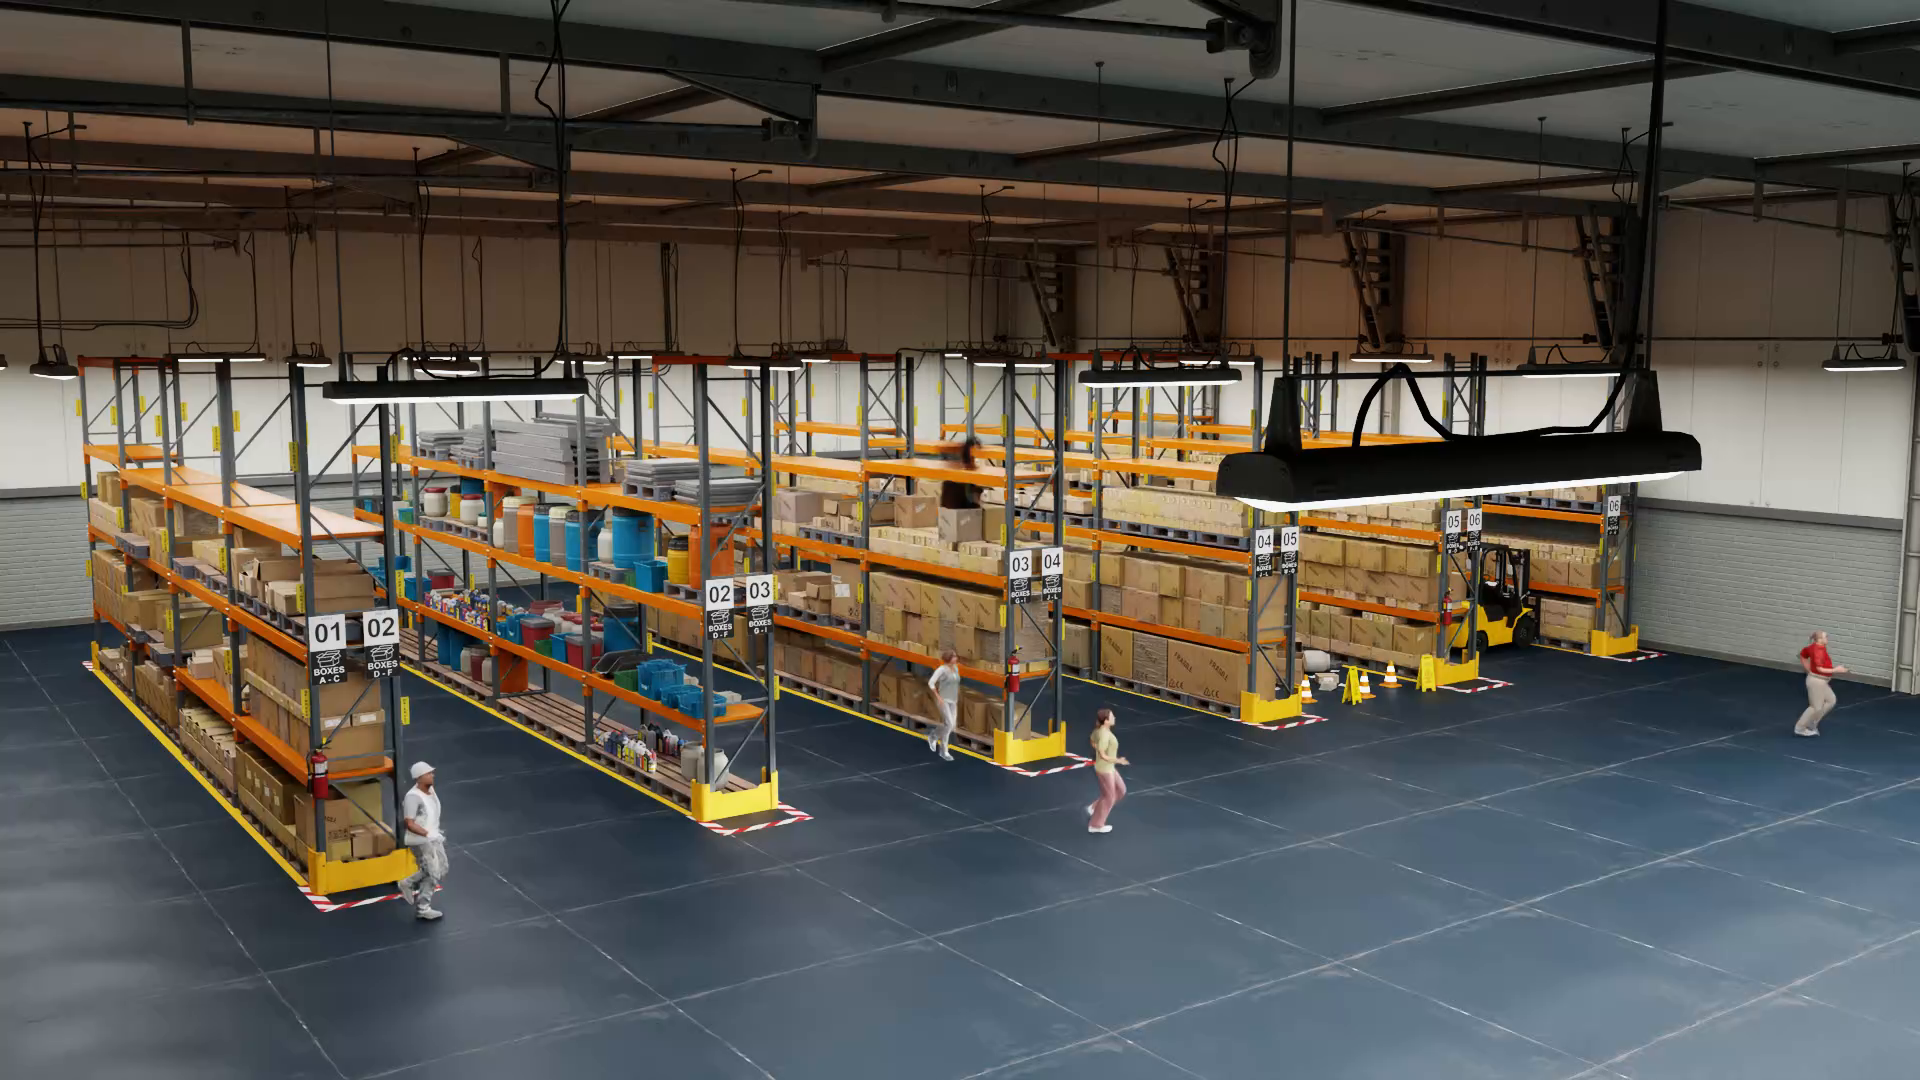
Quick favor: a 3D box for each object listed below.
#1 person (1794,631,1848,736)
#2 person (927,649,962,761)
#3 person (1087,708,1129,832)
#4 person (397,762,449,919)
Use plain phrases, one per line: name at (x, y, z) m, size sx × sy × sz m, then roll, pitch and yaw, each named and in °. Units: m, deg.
person at (13.680, 2.296, 26.414) m, size 0.706 × 1.732 × 0.630 m, roll 3°, pitch 7°, yaw 21°
person at (-0.216, 2.364, 24.161) m, size 0.579 × 1.570 × 0.580 m, roll 6°, pitch 9°, yaw 39°
person at (1.894, 2.943, 21.278) m, size 0.520 × 1.625 × 0.556 m, roll 0°, pitch 7°, yaw 1°
person at (-5.885, 3.273, 18.177) m, size 0.628 × 1.733 × 0.702 m, roll 0°, pitch 7°, yaw -1°
